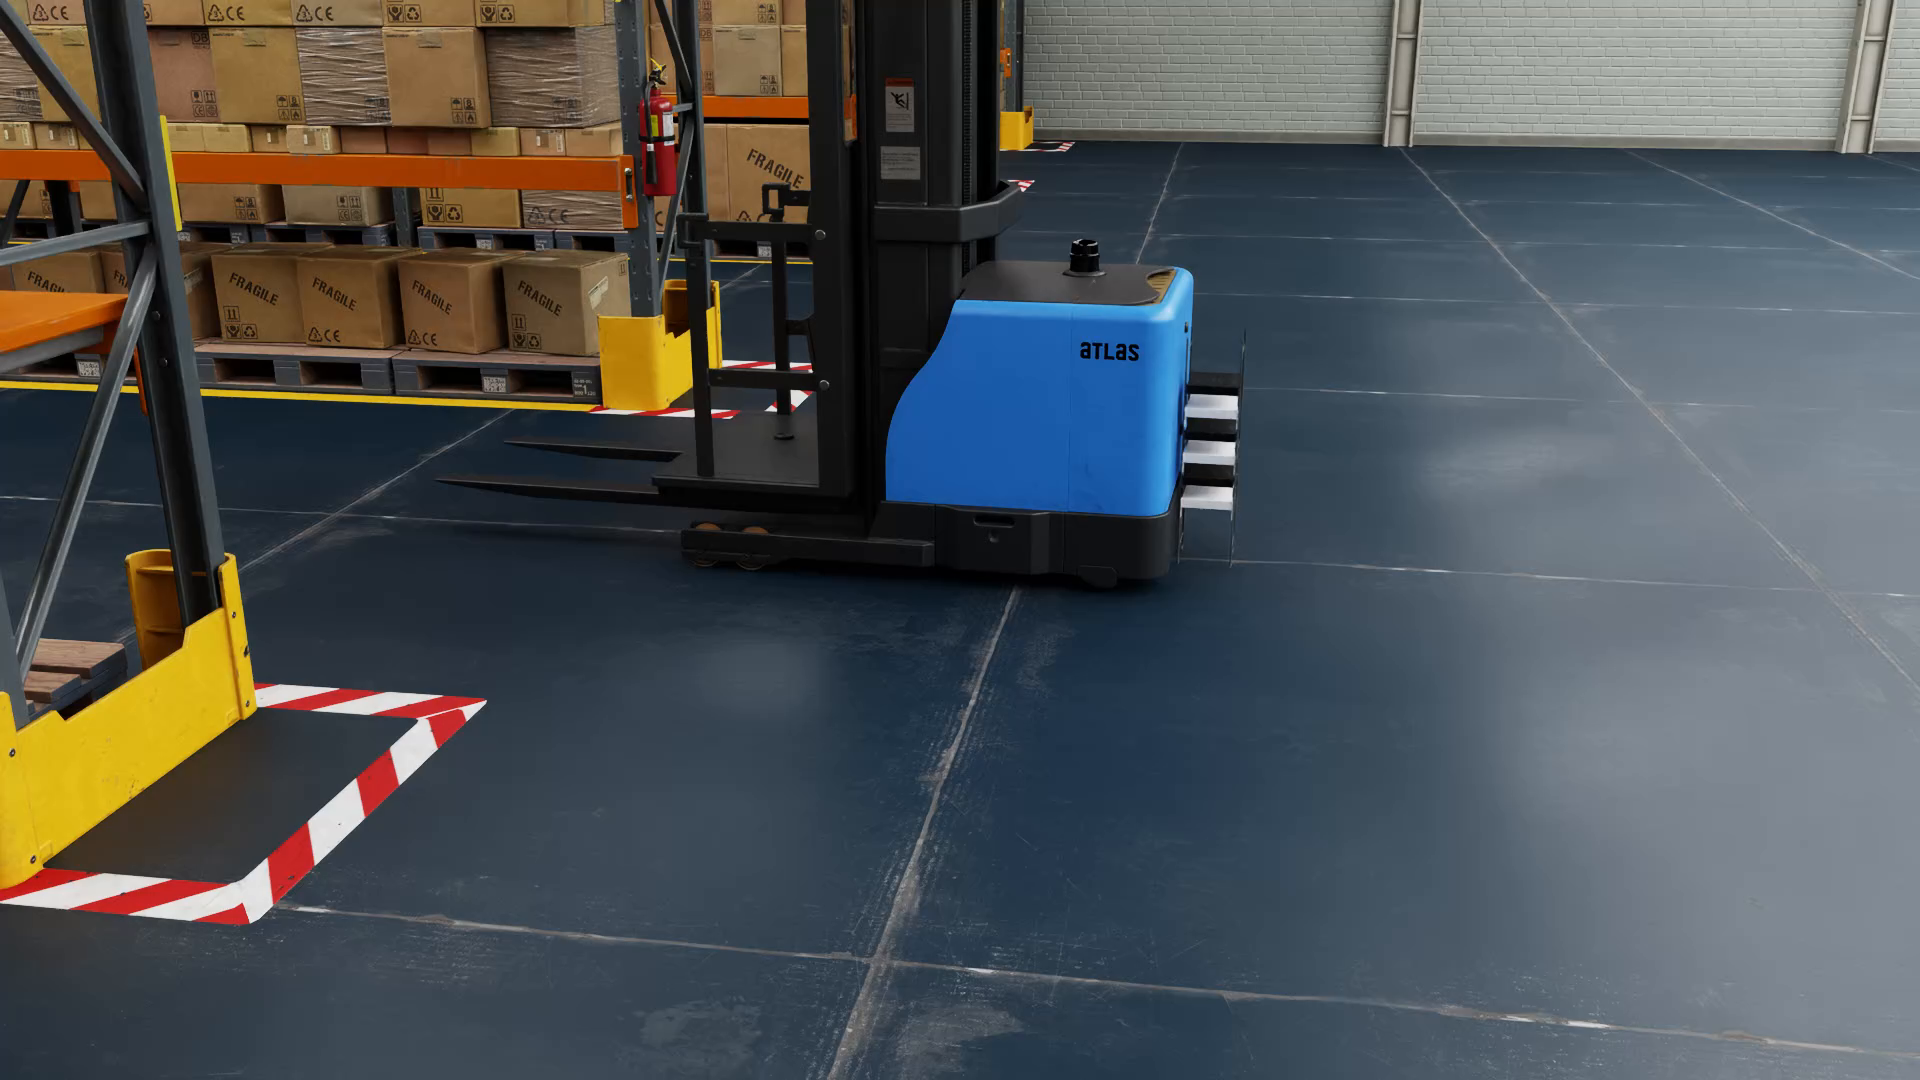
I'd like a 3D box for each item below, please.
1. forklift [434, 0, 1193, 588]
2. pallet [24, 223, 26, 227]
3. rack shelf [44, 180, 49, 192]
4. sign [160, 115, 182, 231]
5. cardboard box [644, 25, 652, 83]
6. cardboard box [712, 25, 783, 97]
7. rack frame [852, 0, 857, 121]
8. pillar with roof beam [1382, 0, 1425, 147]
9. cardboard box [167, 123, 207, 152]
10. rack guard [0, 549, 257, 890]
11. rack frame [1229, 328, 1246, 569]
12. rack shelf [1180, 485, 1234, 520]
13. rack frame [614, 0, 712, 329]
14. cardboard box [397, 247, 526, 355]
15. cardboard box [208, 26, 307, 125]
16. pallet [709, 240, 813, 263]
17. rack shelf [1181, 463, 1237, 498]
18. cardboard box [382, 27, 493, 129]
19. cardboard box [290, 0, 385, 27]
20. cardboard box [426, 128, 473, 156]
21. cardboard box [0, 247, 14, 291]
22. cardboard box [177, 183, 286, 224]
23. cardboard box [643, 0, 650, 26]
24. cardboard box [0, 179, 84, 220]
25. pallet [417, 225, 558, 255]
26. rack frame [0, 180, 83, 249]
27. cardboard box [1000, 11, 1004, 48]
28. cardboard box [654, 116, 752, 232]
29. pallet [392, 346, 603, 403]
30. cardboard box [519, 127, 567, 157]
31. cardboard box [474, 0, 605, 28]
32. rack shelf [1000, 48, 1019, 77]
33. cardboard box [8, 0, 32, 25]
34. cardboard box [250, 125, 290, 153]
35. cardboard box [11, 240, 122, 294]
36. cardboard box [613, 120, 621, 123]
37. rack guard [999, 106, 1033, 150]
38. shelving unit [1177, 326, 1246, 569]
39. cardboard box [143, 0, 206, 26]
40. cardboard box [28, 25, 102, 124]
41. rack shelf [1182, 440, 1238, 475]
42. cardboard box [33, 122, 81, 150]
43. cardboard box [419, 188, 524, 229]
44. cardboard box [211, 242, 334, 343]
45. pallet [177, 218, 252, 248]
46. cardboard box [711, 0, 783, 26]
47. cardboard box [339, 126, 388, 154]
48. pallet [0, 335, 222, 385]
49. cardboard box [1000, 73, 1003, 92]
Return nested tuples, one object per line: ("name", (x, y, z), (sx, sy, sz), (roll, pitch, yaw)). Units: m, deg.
("forklift", (-0.617, -1.432, 6.462), (3.031, 2.935, 1.130), (4, 19, 11))
("pallet", (-9.373, -2.962, 15.324), (1.213, 0.211, 1.003), (3, 19, 9))
("rack shelf", (-7.514, -2.254, 9.947), (4.000, 0.370, 1.077), (3, 19, 9))
("sign", (-2.284, -1.045, 4.763), (0.005, 0.325, 0.100), (3, 19, 9))
("cardboard box", (-2.686, -4.020, 13.854), (0.500, 0.550, 0.875), (3, 19, 9))
("cardboard box", (-1.623, -3.939, 13.611), (0.550, 0.550, 0.875), (3, 19, 9))
("rack frame", (-0.703, -3.842, 13.559), (0.127, 3.000, 1.000), (3, 19, 9))
("pillar with roof beam", (5.463, -8.465, 17.920), (0.400, 9.000, 9.100), (3, 19, 9))
("cardboard box", (-4.136, -2.215, 9.093), (0.250, 0.149, 0.380), (3, 19, 9))
("rack guard", (-2.458, 0.455, 4.656), (0.348, 0.500, 1.175), (3, 19, 9))
("rack frame", (1.075, -0.353, 6.440), (0.006, 0.900, 0.240), (4, 19, 11))
("rack shelf", (0.976, -0.157, 6.528), (0.200, 0.077, 0.258), (4, 19, 11))
("rack frame", (-1.590, -2.293, 8.930), (0.127, 3.000, 1.000), (3, 19, 9))
("cardboard box", (-2.799, -1.363, 9.427), (0.500, 0.500, 0.500), (8, 20, 23))
("cardboard box", (-3.620, -2.573, 9.140), (0.500, 0.500, 0.875), (3, 19, 9))
("pallet", (-1.505, -2.535, 14.048), (1.213, 0.211, 1.003), (3, 19, 9))
("rack shelf", (0.976, -0.243, 6.499), (0.200, 0.077, 0.258), (4, 19, 11))
("cardboard box", (-2.641, -2.506, 8.938), (0.500, 0.500, 0.875), (3, 19, 9))
("cardboard box", (-3.160, -2.956, 8.707), (0.500, 0.500, 0.500), (3, 19, 9))
("cardboard box", (-2.650, -2.151, 8.899), (0.250, 0.149, 0.380), (3, 19, 9))
("cardboard box", (-6.142, -1.556, 9.971), (0.500, 0.500, 0.700), (1, 19, 4))
("cardboard box", (-6.232, -3.229, 14.609), (0.750, 0.750, 1.050), (3, 19, 9))
("cardboard box", (-2.696, -4.512, 13.622), (0.500, 0.550, 0.875), (3, 19, 9))
("cardboard box", (-8.015, -3.318, 14.877), (0.750, 0.750, 1.050), (3, 19, 8))
("pallet", (-3.914, -2.658, 14.415), (1.213, 0.211, 1.003), (3, 19, 9))
("rack frame", (-5.539, -2.495, 9.532), (0.127, 3.000, 1.000), (3, 19, 9))
("cardboard box", (0.321, -7.113, 23.176), (0.500, 0.500, 0.500), (4, 19, 10))
("cardboard box", (-2.252, -3.091, 14.000), (0.875, 0.875, 0.875), (3, 19, 8))
("pallet", (-2.461, -1.027, 9.539), (1.213, 0.211, 1.003), (3, 19, 9))
("cardboard box", (-2.151, -2.137, 8.858), (0.250, 0.149, 0.380), (3, 19, 9))
("cardboard box", (-2.172, -2.906, 8.560), (0.500, 0.500, 0.500), (3, 19, 9))
("rack shelf", (-1.209, -6.713, 23.272), (4.000, 0.370, 1.077), (3, 19, 9))
("cardboard box", (-5.135, -3.055, 9.004), (0.500, 0.500, 0.500), (3, 19, 9))
("cardboard box", (-3.637, -2.201, 9.049), (0.250, 0.149, 0.380), (3, 19, 9))
("cardboard box", (-5.150, -1.476, 9.764), (0.500, 0.500, 0.500), (2, 19, 7))
("cardboard box", (-1.833, -2.263, 9.236), (0.250, 0.149, 0.380), (3, 19, 9))
("rack guard", (0.790, -5.767, 23.250), (0.348, 0.500, 1.175), (3, 19, 9))
("shelving unit", (0.976, -0.360, 6.460), (0.210, 0.900, 0.258), (4, 19, 11))
("cardboard box", (-4.148, -3.005, 8.855), (0.500, 0.500, 0.500), (3, 19, 9))
("cardboard box", (-4.616, -2.605, 9.235), (0.500, 0.500, 0.875), (3, 19, 9))
("rack shelf", (0.976, -0.328, 6.471), (0.200, 0.077, 0.258), (4, 19, 11))
("cardboard box", (-4.879, -2.250, 9.196), (0.250, 0.149, 0.380), (3, 19, 9))
("cardboard box", (-4.043, -3.181, 14.271), (0.875, 0.875, 0.875), (3, 19, 9))
("cardboard box", (-3.958, -1.443, 9.665), (0.500, 0.500, 0.500), (1, 19, 4))
("pallet", (-6.634, -2.797, 14.830), (1.213, 0.211, 1.003), (3, 19, 9))
("cardboard box", (-1.621, -4.455, 13.452), (0.550, 0.550, 0.875), (3, 19, 9))
("cardboard box", (-3.141, -2.182, 8.992), (0.250, 0.149, 0.380), (3, 19, 9))
("pallet", (-4.870, -1.150, 9.906), (1.213, 0.211, 1.003), (3, 19, 9))
("cardboard box", (0.321, -6.406, 23.318), (0.500, 0.250, 0.500), (3, 19, 8))
